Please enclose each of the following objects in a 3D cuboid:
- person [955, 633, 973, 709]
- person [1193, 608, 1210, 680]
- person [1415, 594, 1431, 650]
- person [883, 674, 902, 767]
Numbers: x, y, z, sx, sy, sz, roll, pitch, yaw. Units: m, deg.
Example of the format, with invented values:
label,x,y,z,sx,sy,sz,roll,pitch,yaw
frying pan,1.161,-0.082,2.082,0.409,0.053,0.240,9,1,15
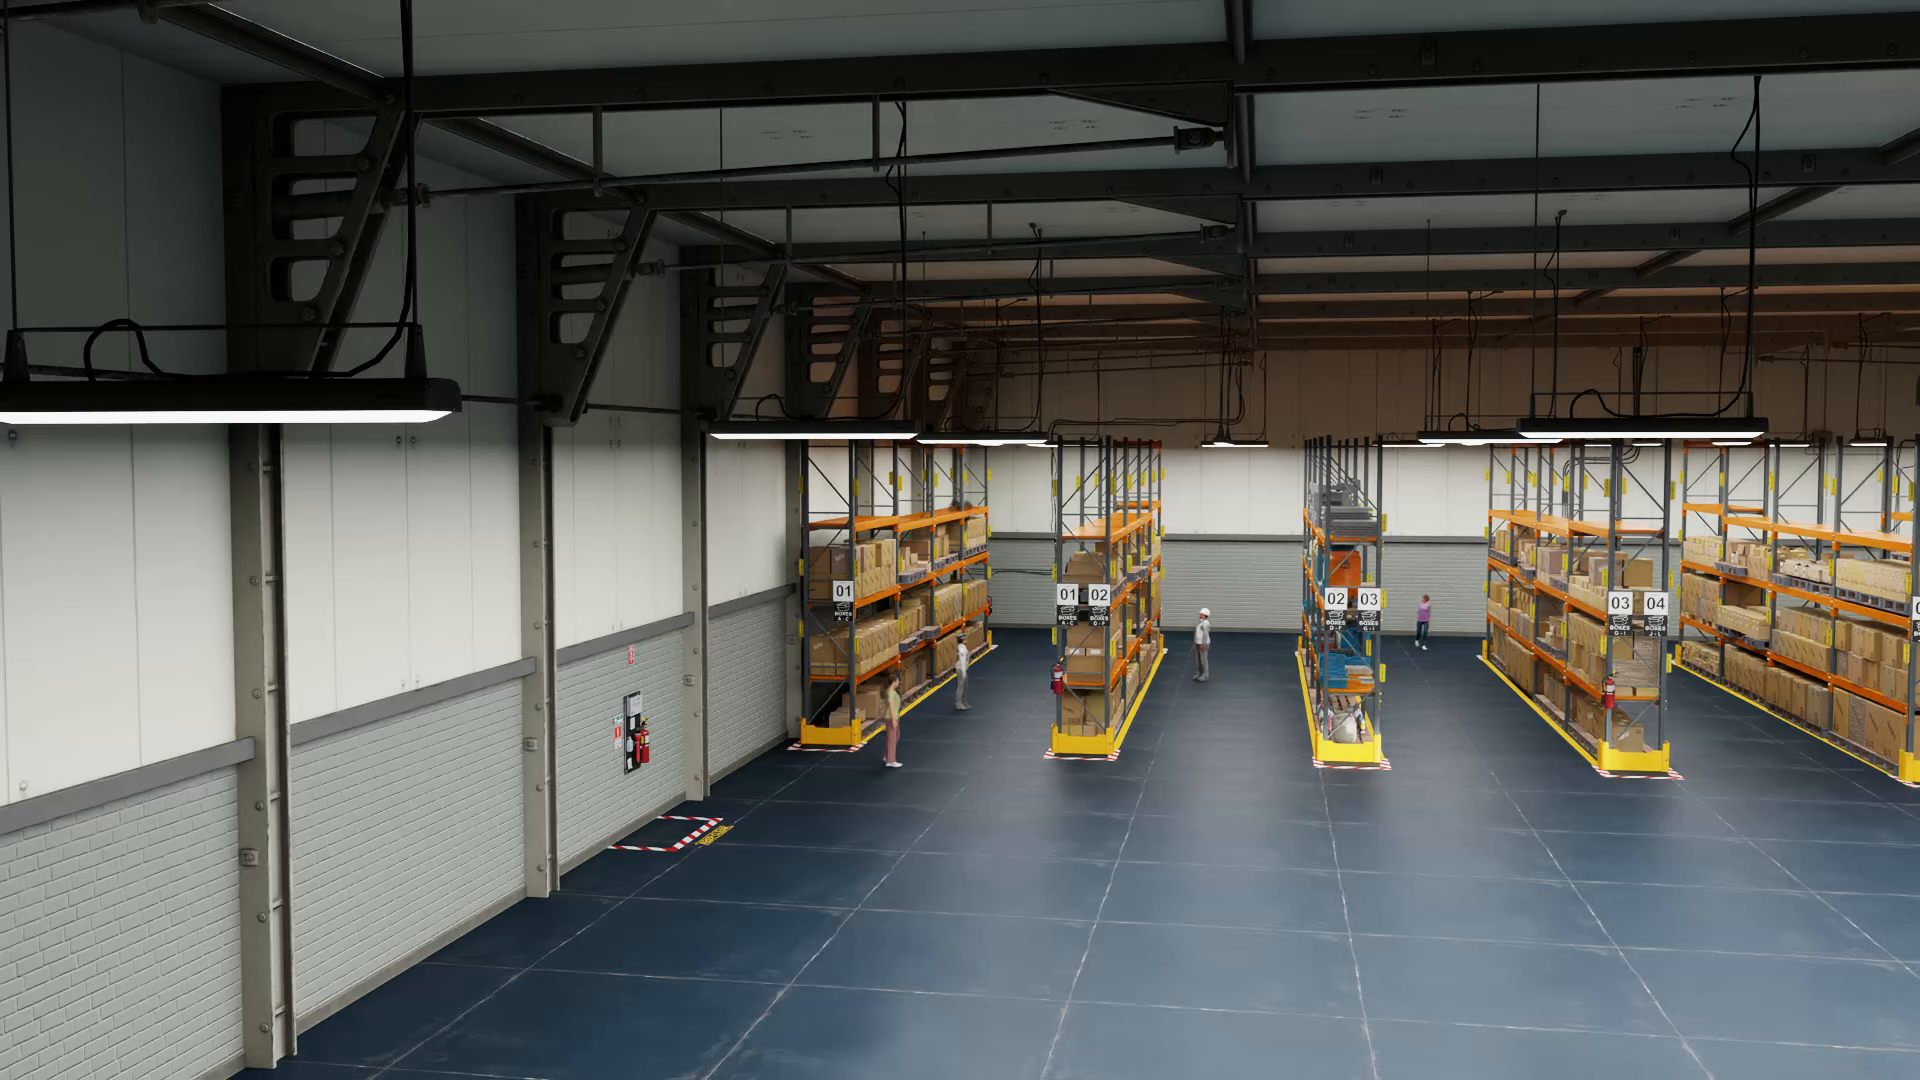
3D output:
label,x,y,z,sx,sy,sz,roll,pitch,yaw
person,0.100,2.912,36.778,0.421,1.717,0.534,0,3,-3
person,6.045,2.589,41.464,0.407,1.779,0.573,-1,3,-15
person,13.305,2.343,47.741,0.414,1.577,0.523,0,3,3
person,-1.224,3.289,30.125,0.341,1.733,0.535,0,3,-5
